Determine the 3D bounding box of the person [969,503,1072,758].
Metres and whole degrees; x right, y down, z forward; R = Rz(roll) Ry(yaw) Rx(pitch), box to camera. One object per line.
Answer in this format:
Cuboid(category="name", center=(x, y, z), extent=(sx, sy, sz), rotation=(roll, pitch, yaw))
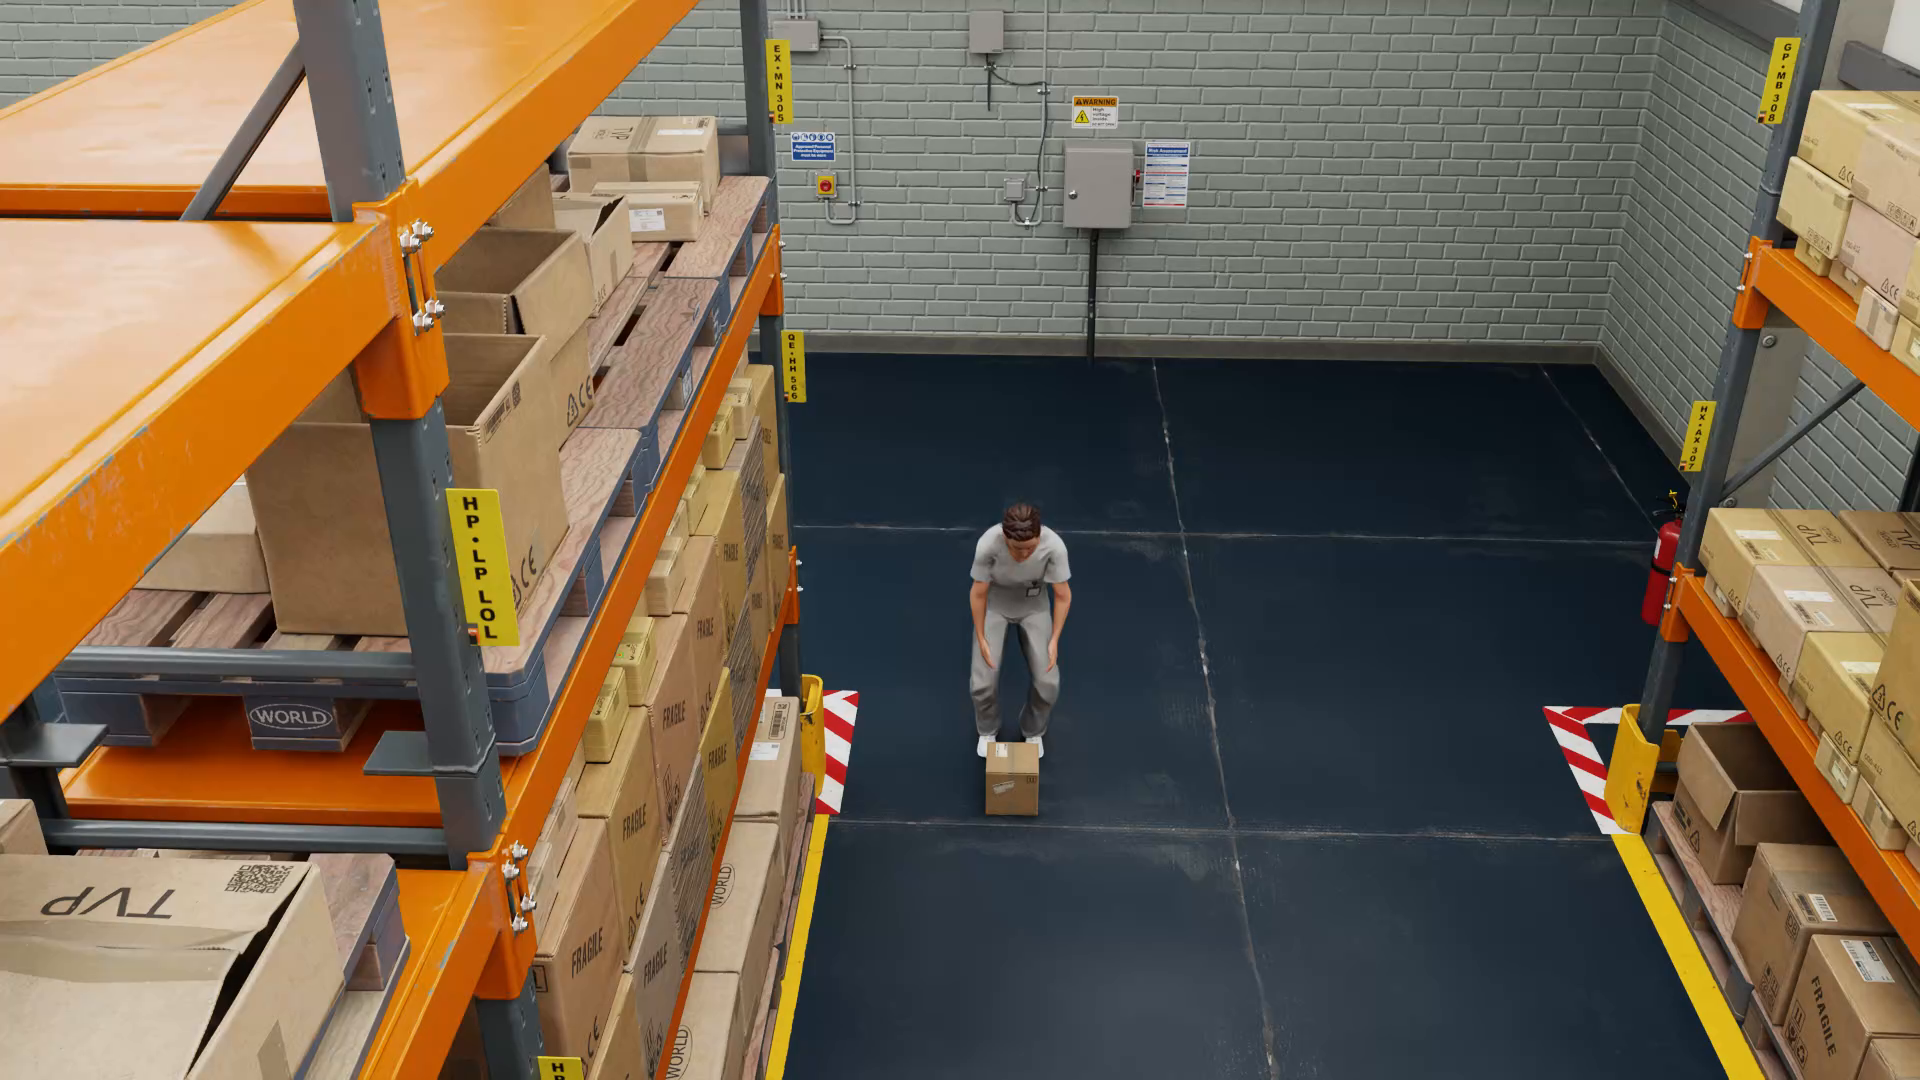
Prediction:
Cuboid(category="person", center=(0.292, 0.410, 8.082), extent=(0.487, 1.469, 0.572), rotation=(1, 28, 2))
